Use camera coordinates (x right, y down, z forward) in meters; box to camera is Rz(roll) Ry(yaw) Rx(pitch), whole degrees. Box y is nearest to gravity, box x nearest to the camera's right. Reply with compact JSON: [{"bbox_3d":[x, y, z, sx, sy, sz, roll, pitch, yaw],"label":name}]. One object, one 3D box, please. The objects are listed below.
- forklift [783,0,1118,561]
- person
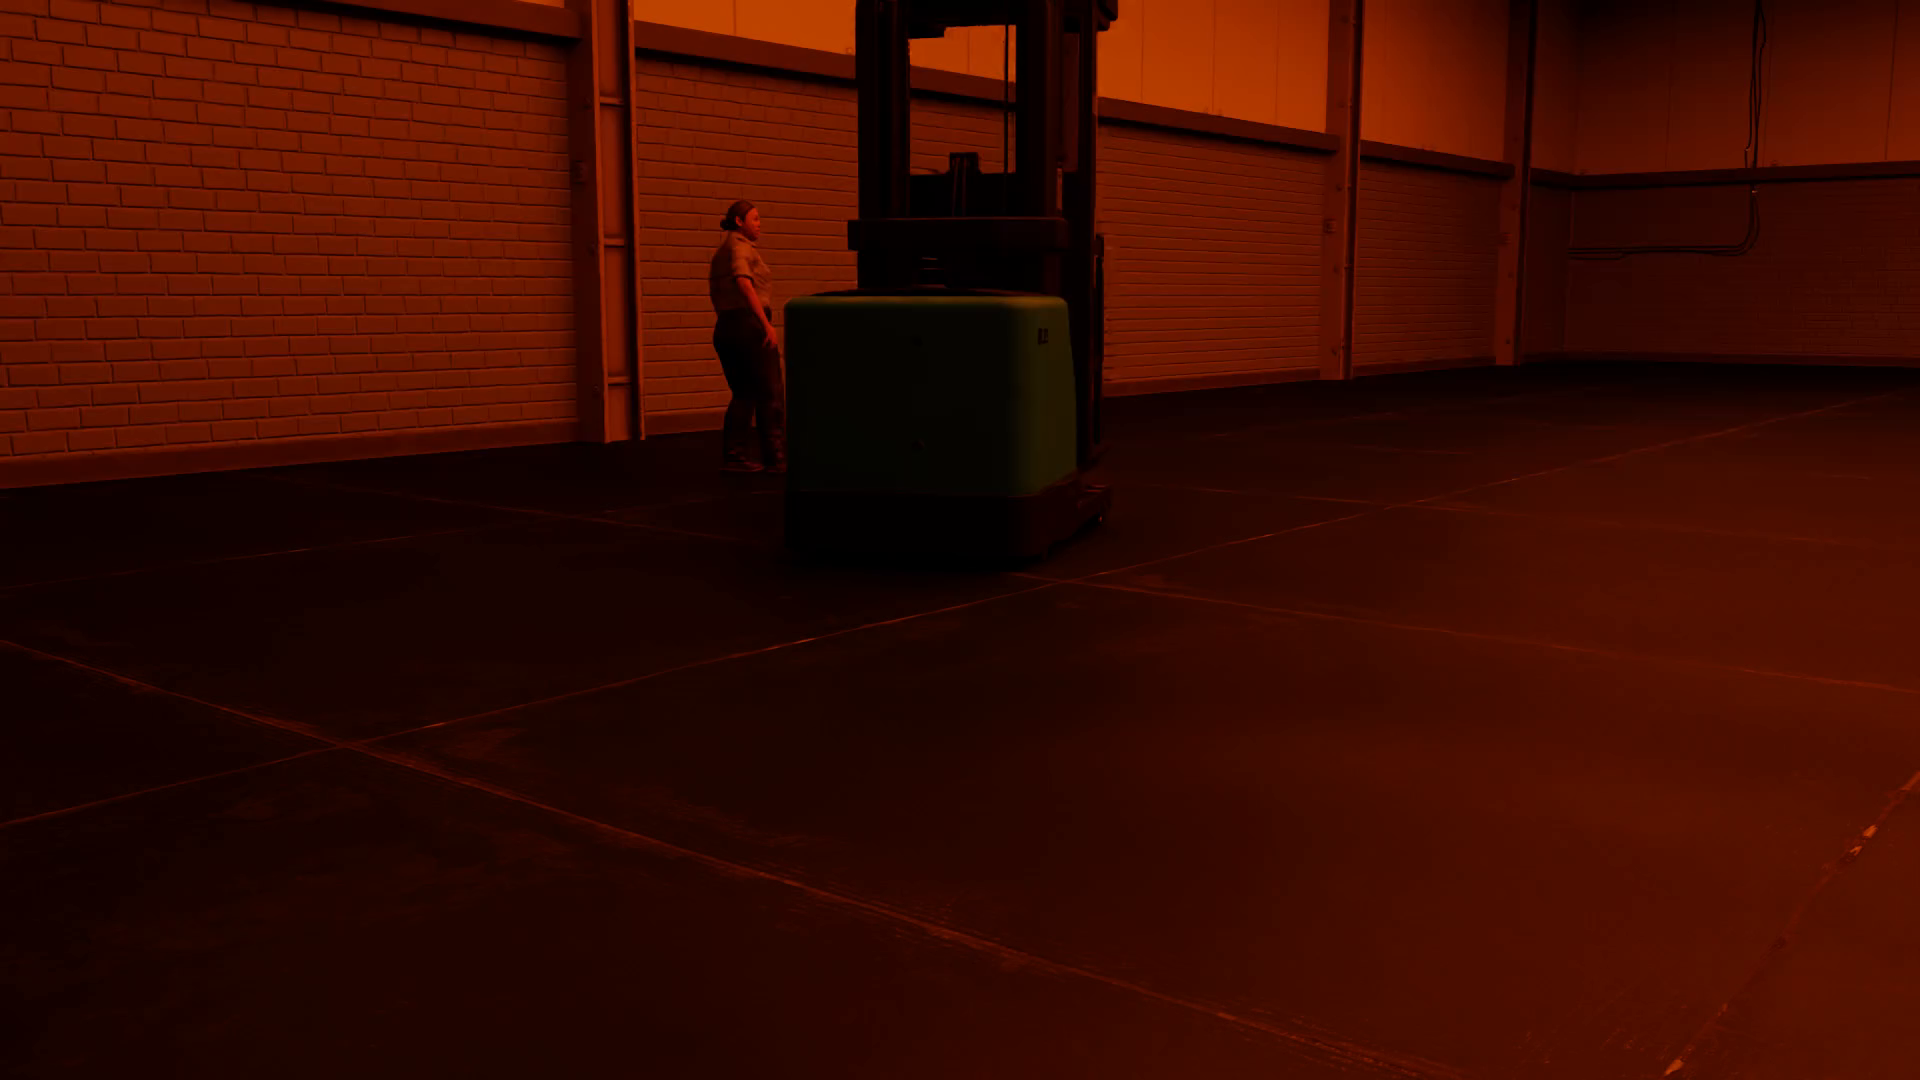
[{"bbox_3d":[0.128,-1.540,7.803,1.130,2.935,3.031,2,9,13],"label":"forklift"},{"bbox_3d":[-1.237,-1.227,10.118,0.492,1.647,0.653,-6,10,-34],"label":"person"}]
